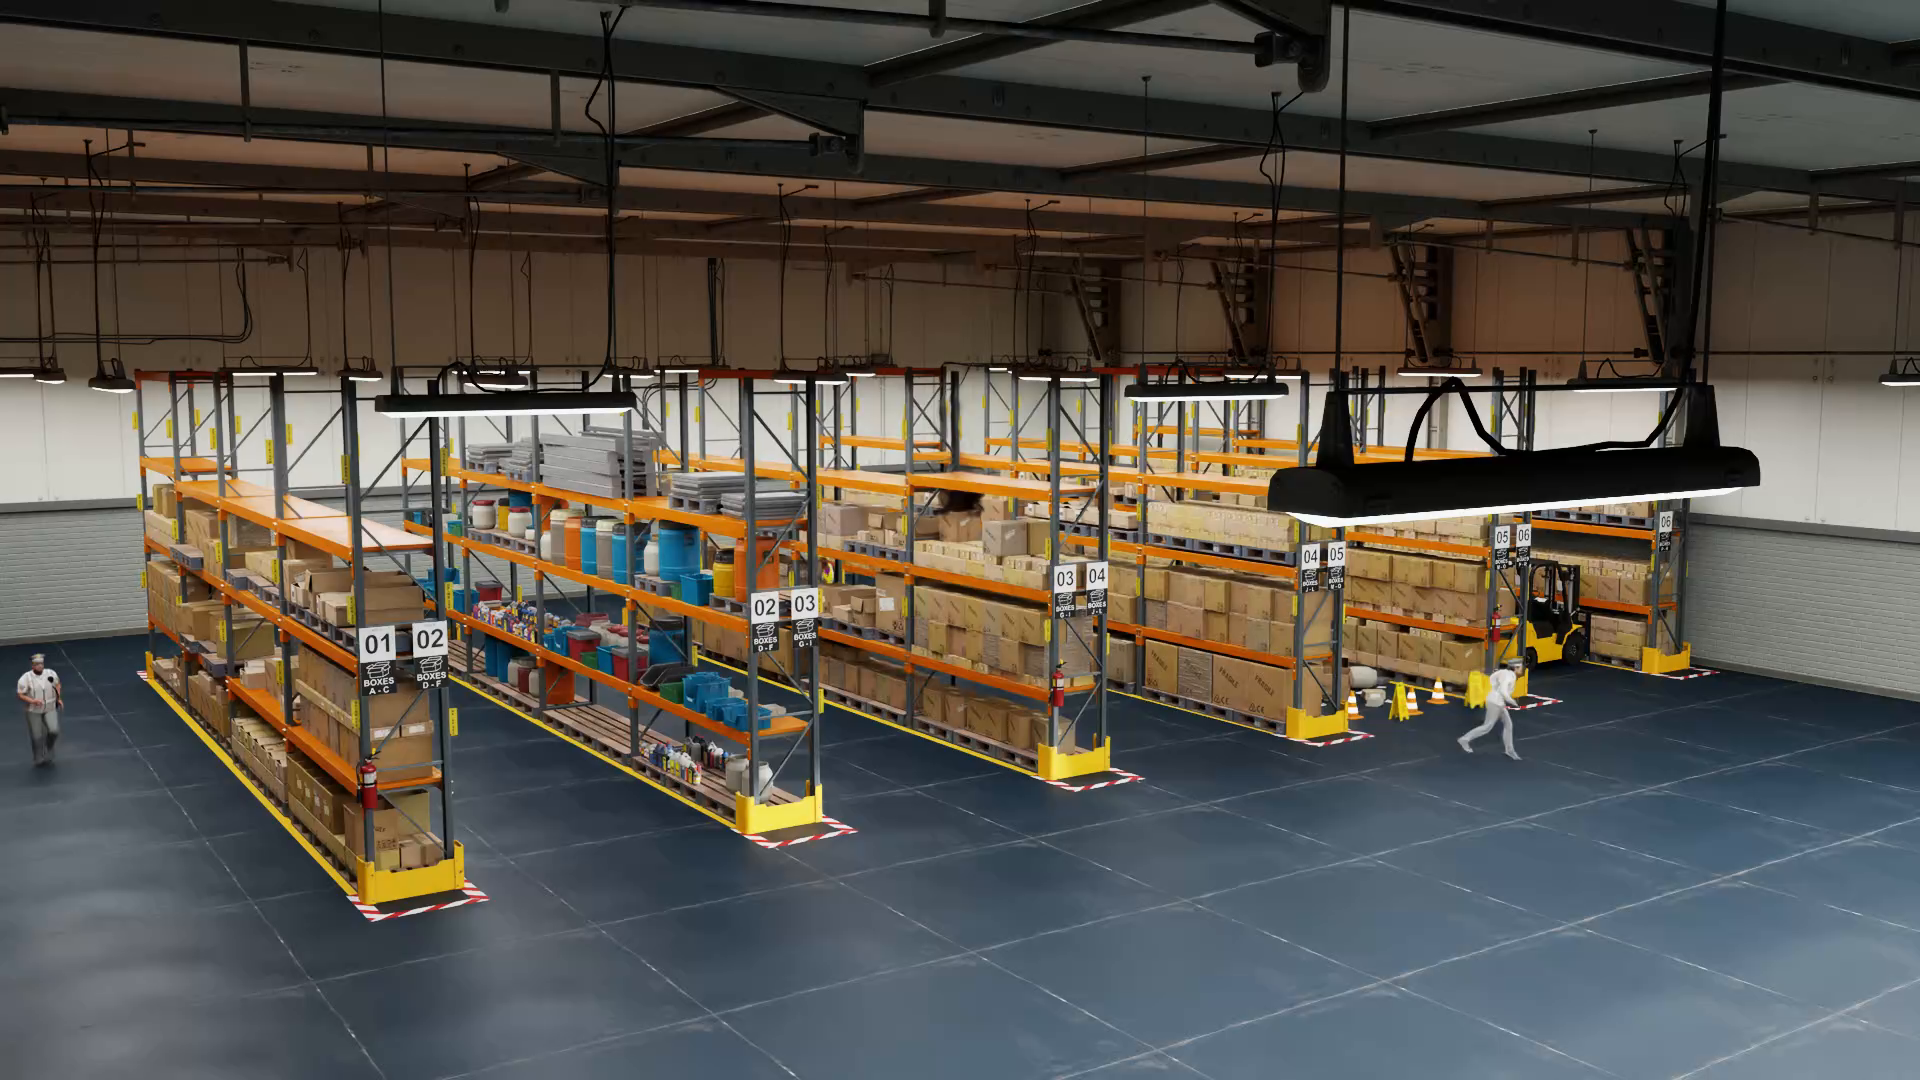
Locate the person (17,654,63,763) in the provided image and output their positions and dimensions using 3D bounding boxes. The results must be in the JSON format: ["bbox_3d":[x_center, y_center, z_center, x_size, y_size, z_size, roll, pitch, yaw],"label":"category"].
[{"bbox_3d":[-14.057,2.590,25.470,0.642,1.728,0.729,-6,9,-41],"label":"person"}]

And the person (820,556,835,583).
[{"bbox_3d":[-3.110,1.170,37.956,0.695,1.784,0.985,-3,7,-27],"label":"person"}]

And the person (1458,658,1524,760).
[{"bbox_3d":[8.286,2.635,25.970,0.977,1.628,0.655,1,6,6],"label":"person"}]
